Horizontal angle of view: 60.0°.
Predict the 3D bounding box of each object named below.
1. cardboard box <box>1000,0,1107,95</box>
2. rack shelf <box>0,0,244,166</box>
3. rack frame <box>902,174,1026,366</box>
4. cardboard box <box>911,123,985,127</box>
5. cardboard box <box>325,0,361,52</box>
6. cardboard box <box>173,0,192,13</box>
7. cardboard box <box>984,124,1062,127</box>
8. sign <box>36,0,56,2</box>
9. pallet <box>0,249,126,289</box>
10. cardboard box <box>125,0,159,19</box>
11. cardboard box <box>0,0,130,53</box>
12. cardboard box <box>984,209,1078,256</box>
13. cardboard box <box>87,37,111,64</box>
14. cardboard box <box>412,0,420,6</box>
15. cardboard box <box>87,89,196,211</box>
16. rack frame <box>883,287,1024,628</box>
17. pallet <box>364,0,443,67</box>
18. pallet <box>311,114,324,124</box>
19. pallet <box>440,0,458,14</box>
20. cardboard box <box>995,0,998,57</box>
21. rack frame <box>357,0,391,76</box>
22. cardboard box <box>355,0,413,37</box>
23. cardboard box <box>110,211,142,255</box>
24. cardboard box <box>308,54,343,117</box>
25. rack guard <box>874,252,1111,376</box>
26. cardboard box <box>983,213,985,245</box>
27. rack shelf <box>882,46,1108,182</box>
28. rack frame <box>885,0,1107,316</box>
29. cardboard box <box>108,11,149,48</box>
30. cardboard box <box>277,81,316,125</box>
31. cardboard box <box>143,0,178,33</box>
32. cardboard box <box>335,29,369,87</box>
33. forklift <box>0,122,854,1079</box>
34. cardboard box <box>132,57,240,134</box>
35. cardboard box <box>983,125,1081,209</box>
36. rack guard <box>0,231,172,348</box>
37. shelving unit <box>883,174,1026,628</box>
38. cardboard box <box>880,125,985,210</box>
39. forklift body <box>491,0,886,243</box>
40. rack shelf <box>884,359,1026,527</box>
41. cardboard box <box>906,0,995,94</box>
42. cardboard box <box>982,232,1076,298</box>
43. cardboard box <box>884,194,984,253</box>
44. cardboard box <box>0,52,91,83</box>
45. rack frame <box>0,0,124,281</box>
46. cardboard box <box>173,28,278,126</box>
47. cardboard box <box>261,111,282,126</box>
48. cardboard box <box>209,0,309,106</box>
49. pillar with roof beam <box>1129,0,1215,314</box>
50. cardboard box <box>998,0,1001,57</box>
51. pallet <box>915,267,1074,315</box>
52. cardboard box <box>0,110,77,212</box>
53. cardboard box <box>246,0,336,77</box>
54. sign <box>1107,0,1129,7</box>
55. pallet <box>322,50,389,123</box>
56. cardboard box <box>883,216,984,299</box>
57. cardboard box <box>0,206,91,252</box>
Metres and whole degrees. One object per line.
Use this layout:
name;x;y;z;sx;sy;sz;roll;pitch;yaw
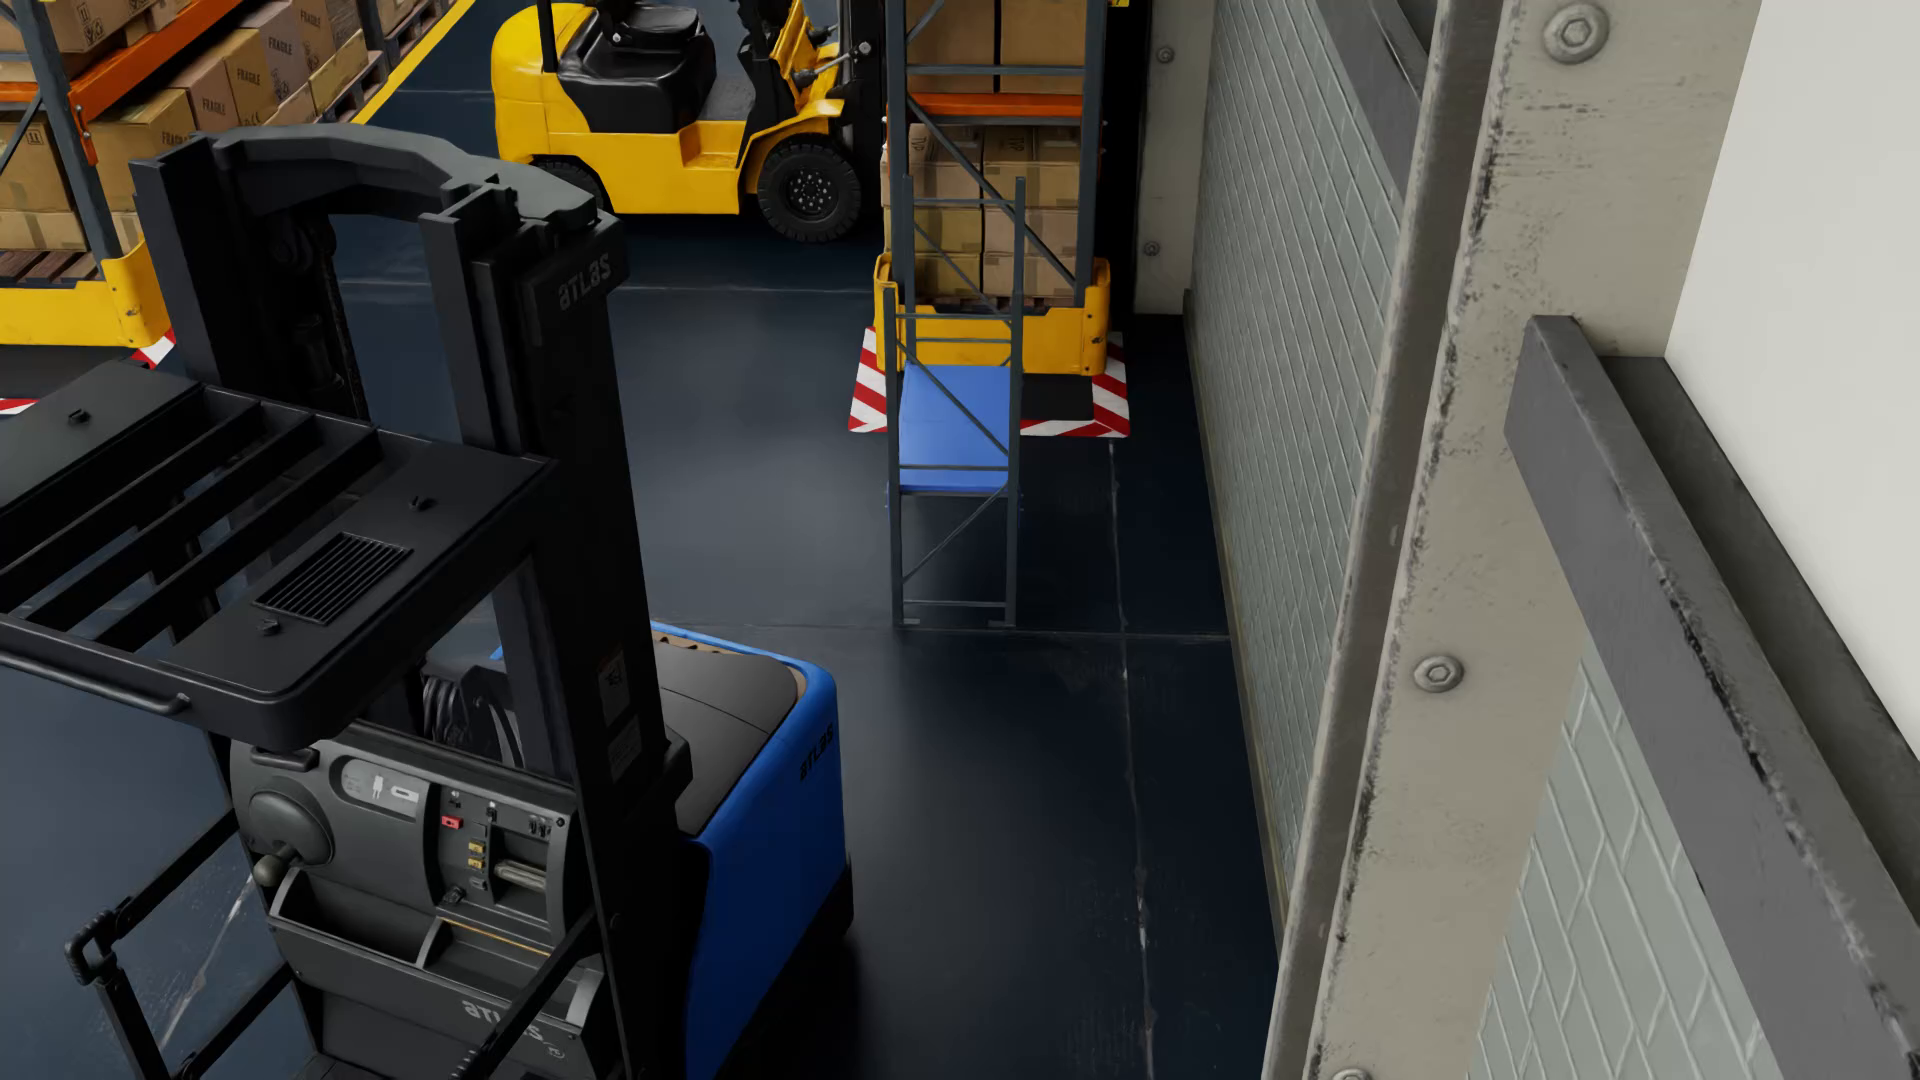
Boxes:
cardboard box;0.460;-2.504;8.117;0.500;0.500;0.500;2;35;3
rack shelf;-4.717;-3.152;9.752;1.077;0.370;4.000;1;35;2
rack frame;0.017;-0.857;7.165;0.500;1.500;0.032;1;35;2
cardboard box;-0.116;-2.206;8.936;0.500;0.250;0.500;2;35;3
cardboard box;-4.392;-3.603;11.142;0.500;0.500;0.500;1;35;1
cardboard box;-4.456;-2.975;9.093;0.380;0.149;0.250;2;35;3
cardboard box;0.388;-2.199;8.927;0.500;0.250;0.500;1;35;2
sign;-4.255;-2.639;7.643;0.100;0.325;0.005;1;35;2
pallet;-4.726;-1.666;9.437;1.003;0.211;1.213;1;35;2
cardboard box;-4.483;-3.023;8.597;0.500;0.500;0.500;2;35;3
cardboard box;-4.501;-2.725;8.174;0.500;0.500;0.500;1;35;1
cardboard box;0.389;-1.701;8.653;0.500;0.250;0.500;2;35;3
cardboard box;-4.581;-2.530;8.460;0.380;0.149;0.250;2;35;3
cardboard box;-4.592;-4.407;12.831;0.950;0.372;0.625;3;35;5
cardboard box;-4.488;-2.122;9.034;0.500;0.500;0.500;0;35;0
rack frame;-0.024;-0.273;6.333;0.500;1.500;0.032;1;35;2
pallet;-4.607;-3.902;12.618;1.003;0.211;1.213;1;35;2
pallet;-4.674;-2.365;10.431;1.003;0.211;1.213;1;35;2
pallet;-4.560;-4.605;13.618;1.003;0.211;1.213;1;35;2
cardboard box;-0.050;-2.812;8.556;0.500;0.500;0.500;2;35;3
rack frame;-4.636;-4.595;11.180;1.000;3.000;0.127;1;35;2
cardboard box;-4.618;-3.993;12.244;0.950;0.372;0.625;2;35;2
cardboard box;-4.488;-1.801;9.230;0.500;0.250;0.500;1;35;1
cardboard box;-4.403;-2.990;10.922;0.500;0.250;0.500;0;35;1
rack guard;0.162;-1.148;8.449;1.175;0.500;0.348;1;35;2
cardboard box;-0.105;-1.794;9.220;0.500;0.250;0.500;1;35;2
rack shelf;0.243;-3.039;9.592;1.077;0.370;4.000;1;35;2
rack frame;0.163;-2.185;7.750;1.000;3.000;0.127;1;35;2
cardboard box;-4.489;-2.681;8.674;0.380;0.149;0.250;0;35;0
cardboard box;-4.428;-2.698;10.506;0.500;0.250;0.500;2;35;3
cardboard box;-4.433;-2.825;8.880;0.380;0.149;0.250;2;35;3
cardboard box;-4.392;-3.296;11.358;0.500;0.250;0.500;3;35;4
forklift;-1.370;0.734;3.656;1.130;2.935;3.031;13;37;18
cardboard box;-4.471;-2.422;9.461;0.500;0.500;0.500;0;35;0
cardboard box;0.371;-1.912;8.519;0.500;0.250;0.500;1;35;1
rack guard;-4.794;-1.318;8.691;1.175;0.500;0.348;1;35;2
shelving unit;-0.003;-0.565;6.749;0.538;1.500;1.048;1;35;2
cardboard box;-0.130;-1.912;8.519;0.500;0.250;0.500;2;35;3
forklift body;-1.584;-2.969;9.604;2.313;2.155;1.214;1;35;2
rack shelf;-0.003;-0.417;6.852;0.538;0.185;1.000;1;35;2
cardboard box;-0.080;-2.514;8.132;0.500;0.500;0.500;1;35;1
cardboard box;0.378;-1.509;8.815;0.500;0.250;0.500;1;35;2
cardboard box;-0.130;-1.723;8.684;0.500;0.250;0.500;1;35;1
cardboard box;-4.577;-2.385;8.253;0.380;0.149;0.250;1;35;2
rack frame;-4.797;-2.297;7.910;1.000;3.000;0.127;1;35;2
cardboard box;-4.443;-2.710;9.871;0.500;0.500;0.500;2;35;3
cardboard box;-4.451;-2.408;10.094;0.500;0.250;0.500;4;35;5
cardboard box;-4.430;-3.017;10.309;0.500;0.500;0.500;3;35;4
pillar with roof beam;-3.210;-5.118;6.706;9.100;9.000;0.400;1;35;2
cardboard box;0.459;-2.804;8.544;0.500;0.500;0.500;2;35;3
pallet;0.152;-1.484;9.178;1.003;0.211;1.213;1;35;2
cardboard box;-5.025;-2.117;9.028;0.500;0.500;0.500;2;35;2
cardboard box;-4.411;-3.311;10.726;0.500;0.500;0.500;2;35;3
sign;0.717;-2.555;7.455;0.100;0.325;0.005;1;35;2
pallet;-4.628;-3.068;11.431;1.003;0.211;1.213;1;35;2
cardboard box;-0.134;-1.509;8.814;0.500;0.250;0.500;2;35;2
cardboard box;-5.032;-1.828;9.269;0.500;0.250;0.500;1;35;2
